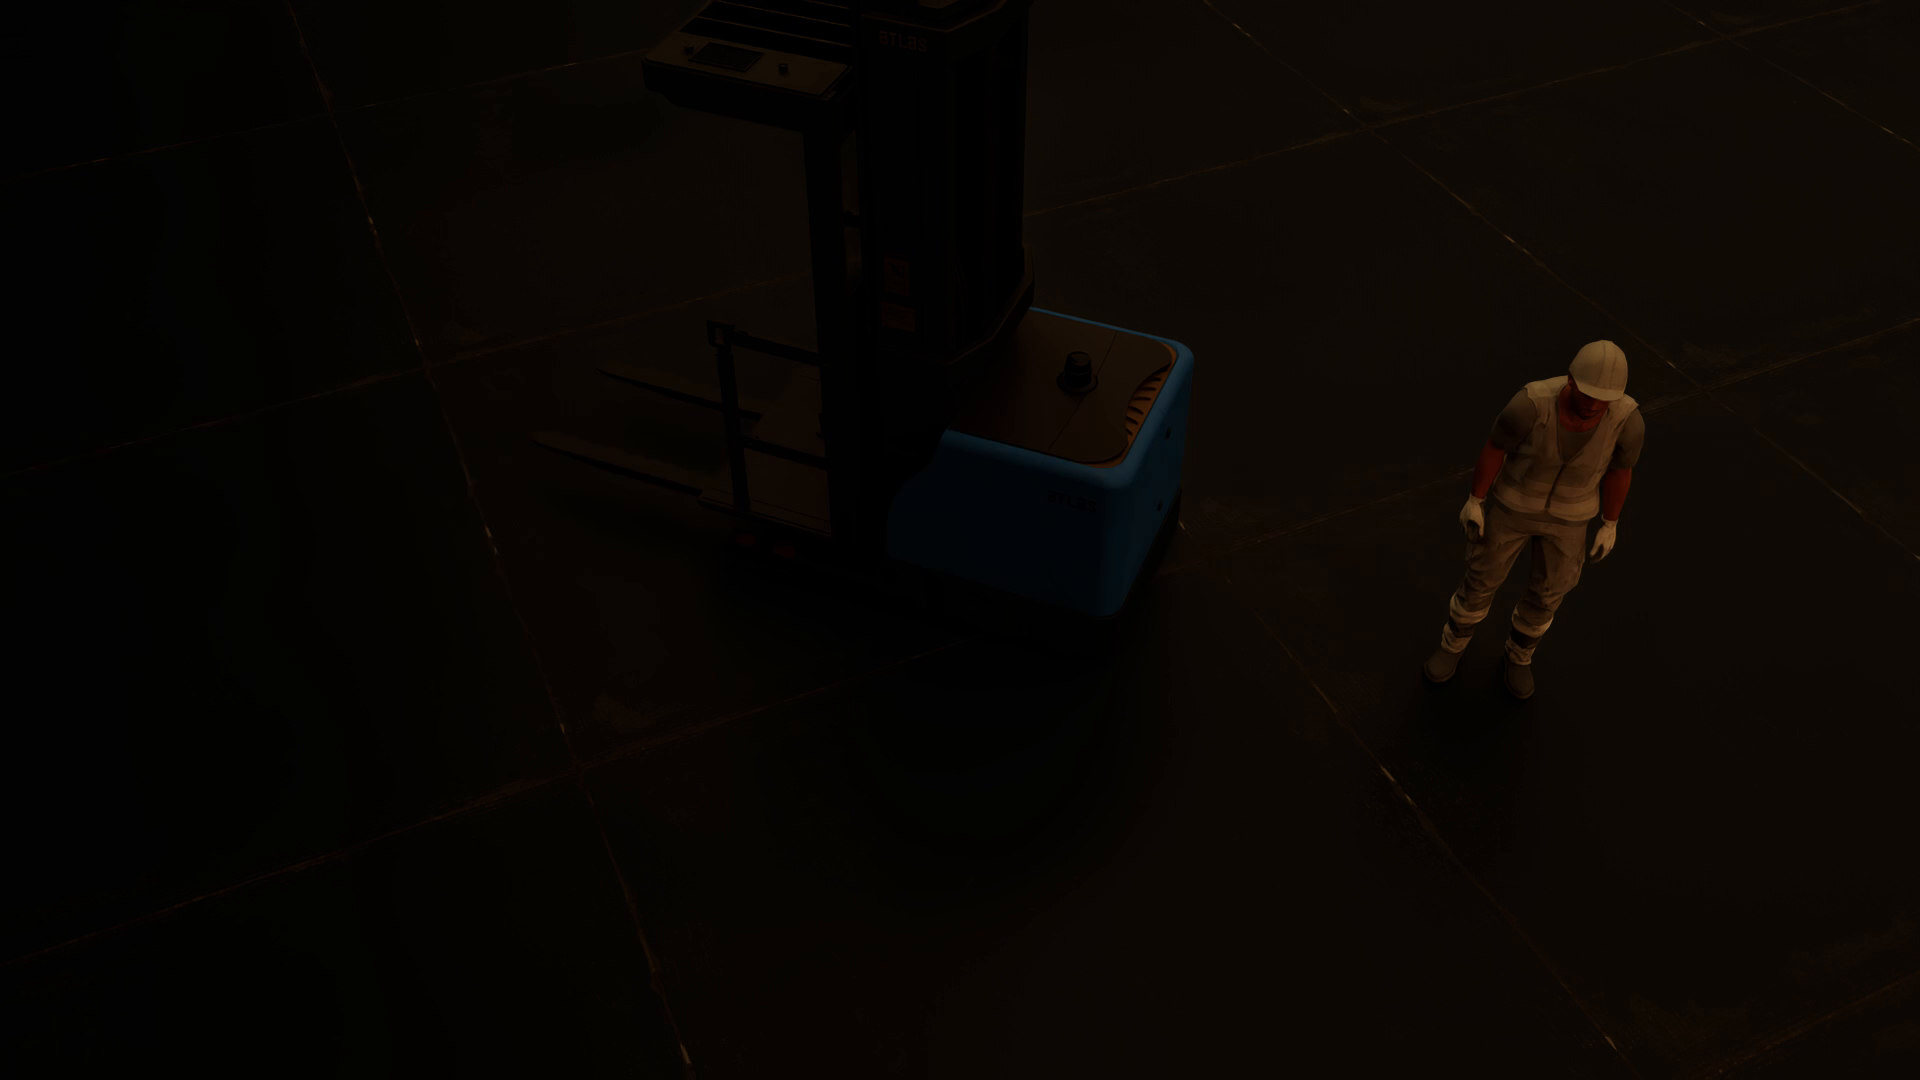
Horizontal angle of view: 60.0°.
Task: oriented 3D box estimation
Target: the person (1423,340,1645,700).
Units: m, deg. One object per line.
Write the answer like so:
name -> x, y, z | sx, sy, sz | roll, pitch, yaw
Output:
person -> 2.313, -0.090, 6.624 | 0.612, 1.778, 0.451 | 10, 44, 11

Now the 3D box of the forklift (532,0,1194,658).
forklift -> -0.544, -1.211, 6.978 | 3.031, 2.935, 1.130 | 16, 45, 16
